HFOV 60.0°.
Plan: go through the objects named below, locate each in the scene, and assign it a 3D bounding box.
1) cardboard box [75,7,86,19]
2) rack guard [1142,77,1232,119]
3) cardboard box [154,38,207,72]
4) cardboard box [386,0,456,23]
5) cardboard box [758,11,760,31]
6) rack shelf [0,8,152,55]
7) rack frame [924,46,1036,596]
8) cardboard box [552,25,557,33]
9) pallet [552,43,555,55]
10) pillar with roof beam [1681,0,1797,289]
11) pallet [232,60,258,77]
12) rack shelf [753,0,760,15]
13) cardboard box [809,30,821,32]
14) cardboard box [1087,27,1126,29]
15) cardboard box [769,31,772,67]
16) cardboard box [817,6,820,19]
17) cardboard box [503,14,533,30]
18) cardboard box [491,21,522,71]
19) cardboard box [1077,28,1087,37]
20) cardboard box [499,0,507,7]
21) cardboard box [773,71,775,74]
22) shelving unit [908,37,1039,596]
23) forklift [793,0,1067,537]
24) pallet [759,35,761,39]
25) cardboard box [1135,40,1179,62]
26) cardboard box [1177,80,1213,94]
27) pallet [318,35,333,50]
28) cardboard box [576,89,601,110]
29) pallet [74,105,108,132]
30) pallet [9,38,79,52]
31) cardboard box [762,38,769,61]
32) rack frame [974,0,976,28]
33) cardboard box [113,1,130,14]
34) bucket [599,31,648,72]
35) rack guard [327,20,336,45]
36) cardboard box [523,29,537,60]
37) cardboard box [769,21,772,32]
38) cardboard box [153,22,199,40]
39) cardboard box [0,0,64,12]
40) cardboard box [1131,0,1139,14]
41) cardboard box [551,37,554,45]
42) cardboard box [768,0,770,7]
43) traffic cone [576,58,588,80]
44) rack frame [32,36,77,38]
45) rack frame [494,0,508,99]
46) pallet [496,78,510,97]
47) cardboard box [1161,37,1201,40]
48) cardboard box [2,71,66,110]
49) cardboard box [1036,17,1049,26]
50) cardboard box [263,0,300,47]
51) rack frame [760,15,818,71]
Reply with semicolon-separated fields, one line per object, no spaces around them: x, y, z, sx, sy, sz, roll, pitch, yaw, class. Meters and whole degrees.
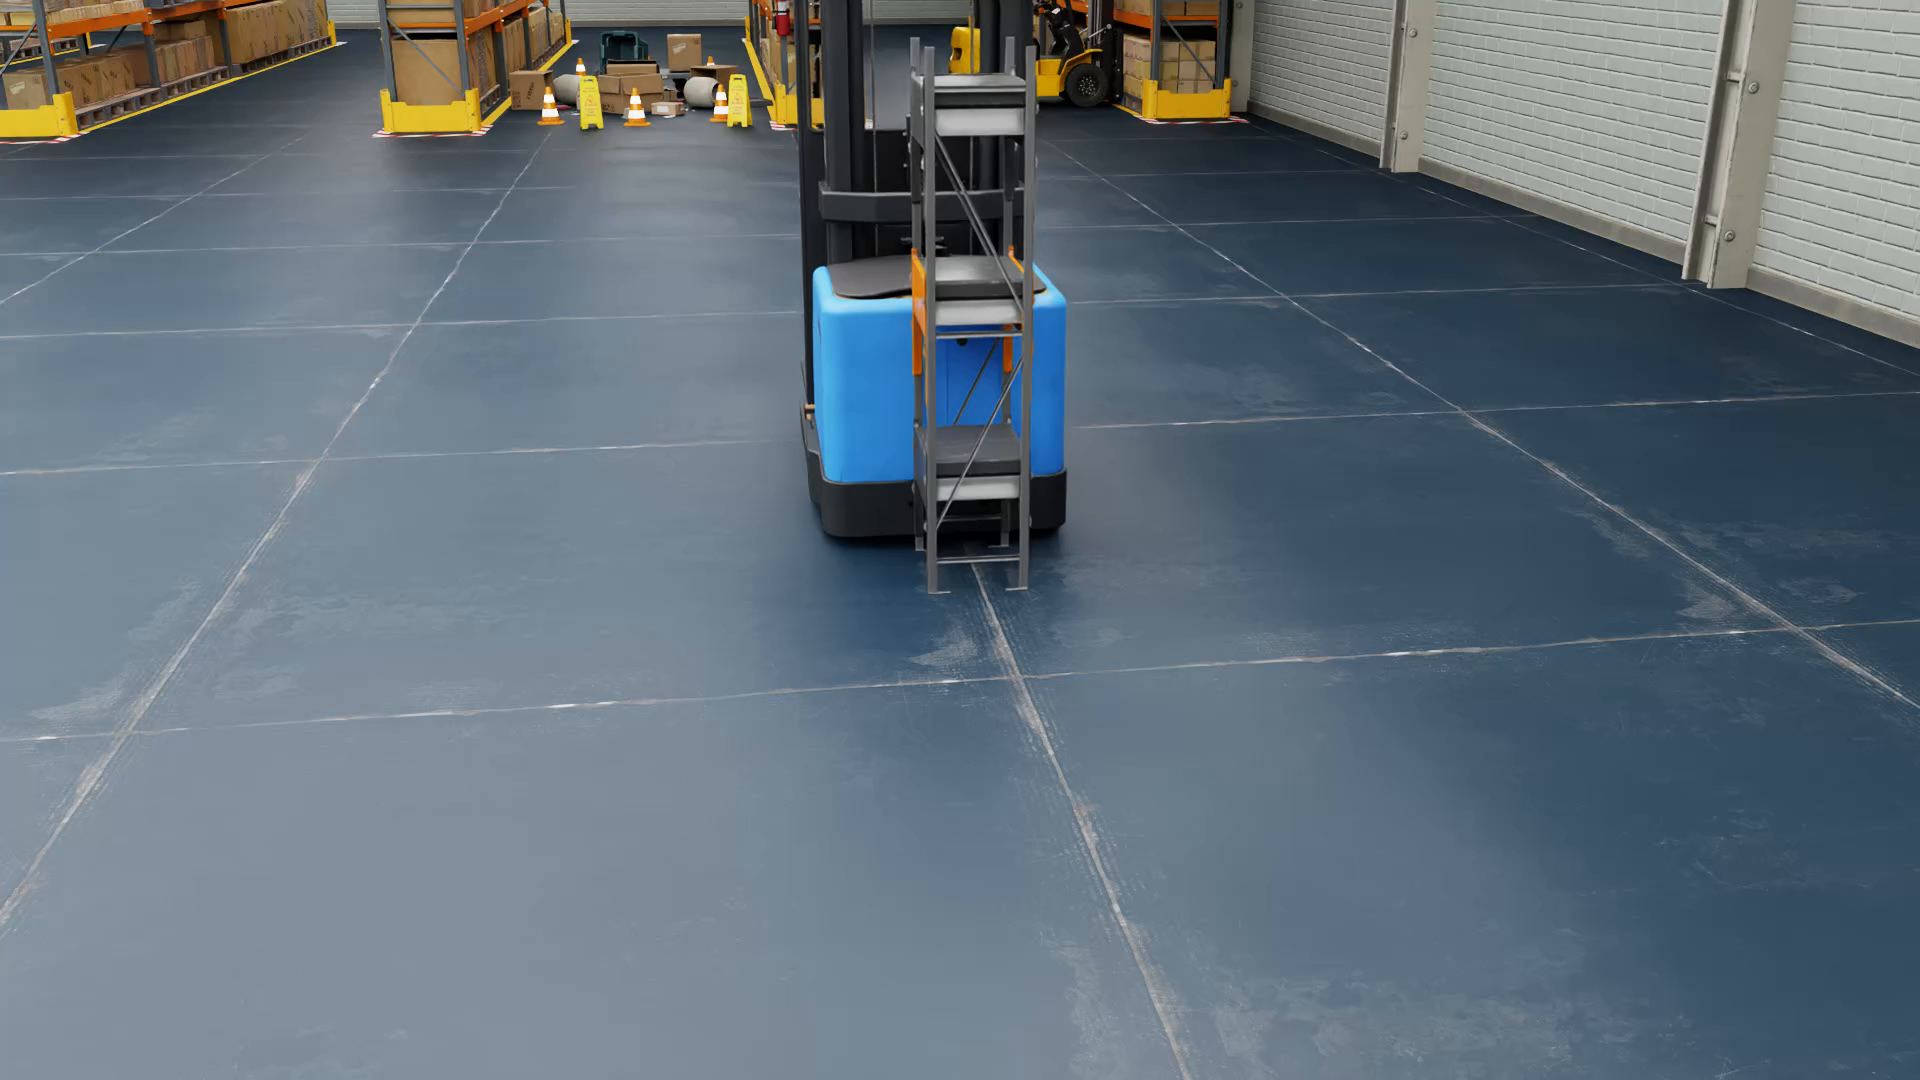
-11.635;-6.856;21.645;0.380;0.149;0.250;-3;21;-8;cardboard box
3.078;-6.003;22.573;1.175;0.500;0.348;-3;21;-8;rack guard
-12.587;-7.813;26.792;0.700;0.500;0.500;-5;21;-12;cardboard box
-6.819;-6.842;21.034;0.875;0.550;0.550;-3;21;-8;cardboard box
-3.949;-11.243;36.093;0.875;0.438;0.875;-4;21;-10;cardboard box
-11.931;-6.786;22.126;1.077;0.370;4.000;-3;21;-8;rack shelf
0.073;-0.771;6.281;0.400;2.100;0.015;-3;21;-7;rack frame
-8.408;-10.389;33.794;0.380;0.149;0.250;-3;21;-8;cardboard box
-8.582;-9.725;32.952;1.003;0.211;1.213;-3;21;-8;pallet
1.336;-5.907;10.170;9.100;9.000;0.400;-3;21;-8;pillar with roof beam
-12.835;-8.171;28.791;1.003;0.211;1.213;-3;21;-8;pallet
-3.278;-10.056;30.880;1.077;0.370;4.000;-3;21;-8;rack shelf
-2.062;-7.384;24.957;0.500;0.500;0.500;-3;21;-9;cardboard box
2.257;-7.761;25.608;0.500;0.250;0.500;-3;21;-9;cardboard box
-2.595;-7.357;24.886;0.500;0.500;0.500;-2;21;-5;cardboard box
-1.681;-6.941;21.871;0.380;0.149;0.250;-3;21;-8;cardboard box
-7.733;-9.044;29.043;0.500;0.250;0.500;-4;21;-10;cardboard box
-7.746;-8.041;27.072;1.050;0.750;0.750;-3;21;-7;cardboard box
2.307;-8.100;27.411;0.875;0.625;0.625;-3;21;-8;cardboard box
-7.107;-8.273;24.937;0.500;0.500;0.500;-3;21;-7;cardboard box
-2.428;-6.638;24.032;0.500;0.250;0.500;-3;21;-8;cardboard box
0.042;-0.856;6.507;0.431;2.100;0.503;-3;21;-7;shelving unit
-0.242;-1.861;8.009;1.130;2.935;3.031;-3;21;-7;forklift
-3.778;-10.469;34.945;1.003;0.211;1.213;-3;21;-8;pallet
2.700;-6.703;22.776;0.500;0.250;0.500;-2;21;-6;cardboard box
3.197;-6.271;23.048;0.500;0.250;0.500;-3;21;-8;cardboard box
-13.757;-10.391;34.736;1.003;0.211;1.213;-3;21;-8;pallet
-5.227;-6.248;23.564;0.396;0.266;0.258;1;20;2;cardboard box
-11.736;-5.434;21.463;1.003;0.211;1.213;-3;21;-8;pallet
-18.770;-10.127;34.028;1.003;0.211;1.213;-3;21;-8;pallet
-2.918;-8.470;28.762;0.950;0.372;0.625;-4;21;-11;cardboard box
0.768;-12.722;36.990;1.000;3.000;0.127;-3;21;-8;rack frame
-11.748;-7.381;23.049;0.380;0.149;0.250;-3;21;-8;cardboard box
-4.996;-7.278;24.922;0.726;0.611;0.620;4;11;11;bucket
-13.953;-10.808;35.438;1.175;0.500;0.348;-3;21;-8;rack guard
-7.723;-8.699;29.193;0.500;0.500;0.500;-4;21;-10;cardboard box
-2.637;-7.615;24.648;0.380;0.149;0.250;-3;21;-7;cardboard box
-12.584;-8.173;26.684;0.500;0.250;0.500;-1;20;-2;cardboard box
-11.695;-6.809;20.590;0.875;0.500;0.500;-3;21;-8;cardboard box
2.678;-7.566;23.044;0.500;0.500;0.500;-2;21;-6;cardboard box
-8.185;-9.804;32.653;0.380;0.149;0.250;-4;21;-10;cardboard box
-2.685;-8.072;24.901;0.380;0.149;0.250;-3;21;-8;cardboard box
-5.996;-7.383;26.321;0.336;0.463;0.334;-3;21;-8;traffic cone
-18.851;-11.720;34.310;1.000;3.000;0.127;-3;21;-8;rack frame
-7.297;-8.031;24.430;1.000;3.000;0.127;-3;21;-8;rack frame
-7.483;-6.988;25.623;1.003;0.211;1.213;-3;21;-8;pallet
3.117;-6.908;23.325;0.500;0.250;0.500;-3;21;-8;cardboard box
-11.717;-5.673;21.091;0.500;0.500;0.500;1;20;2;cardboard box
1.600;-9.440;30.248;0.380;0.149;0.250;-4;21;-10;cardboard box
-13.389;-10.019;32.191;0.875;0.875;0.875;-3;21;-8;cardboard box
-2.990;-9.700;28.901;1.000;3.000;0.127;-3;21;-8;rack frame
